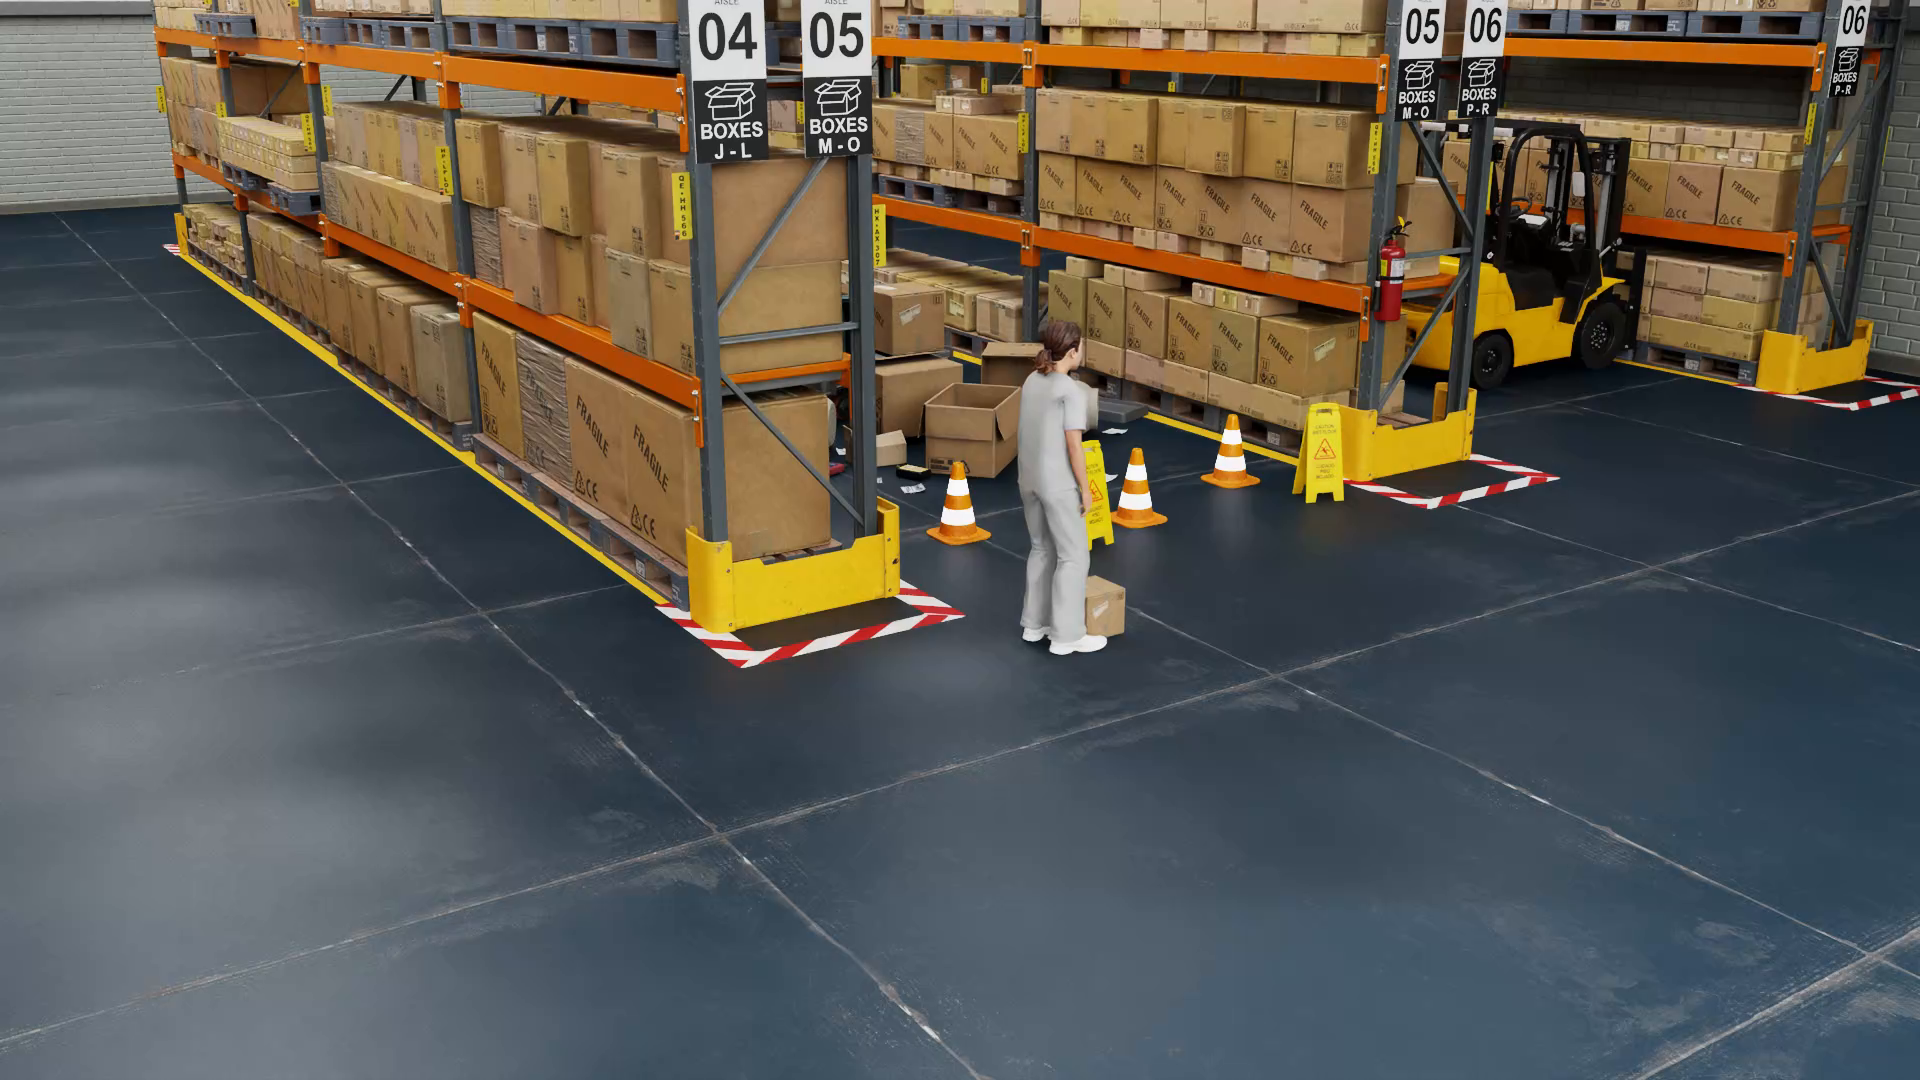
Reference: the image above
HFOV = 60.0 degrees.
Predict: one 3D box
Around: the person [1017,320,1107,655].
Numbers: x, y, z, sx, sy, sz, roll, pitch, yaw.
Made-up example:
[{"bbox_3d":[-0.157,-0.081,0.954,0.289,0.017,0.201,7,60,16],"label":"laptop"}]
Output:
[{"bbox_3d":[0.485,-0.269,8.382,0.359,1.671,0.504,-13,22,-34],"label":"person"}]
